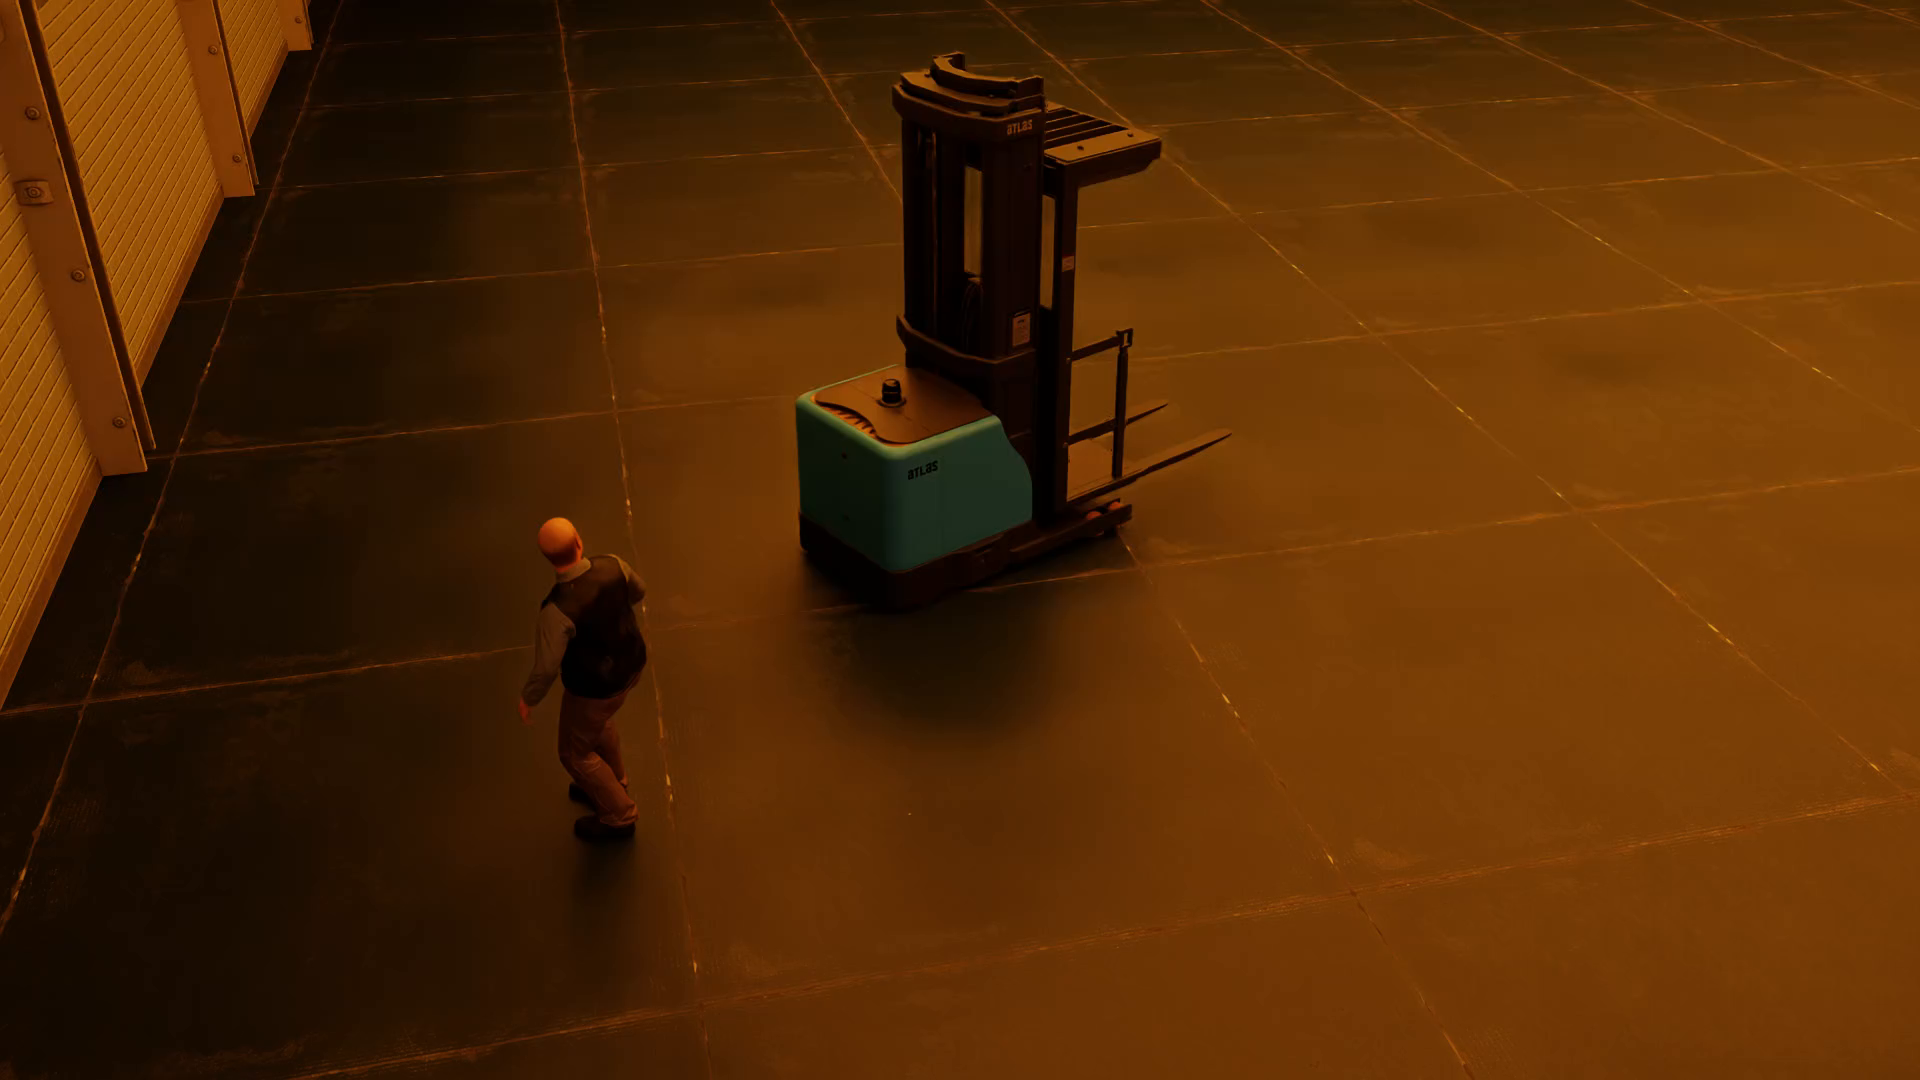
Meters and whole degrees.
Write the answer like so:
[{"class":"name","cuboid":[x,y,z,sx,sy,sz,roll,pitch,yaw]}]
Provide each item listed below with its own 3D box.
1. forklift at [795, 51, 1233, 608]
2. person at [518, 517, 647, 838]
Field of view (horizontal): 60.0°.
[{"class":"forklift","cuboid":[0.471,-1.468,10.110,3.031,2.935,1.130,-22,37,-33]},{"class":"person","cuboid":[-1.759,0.640,7.726,0.516,1.687,0.731,10,32,17]}]
